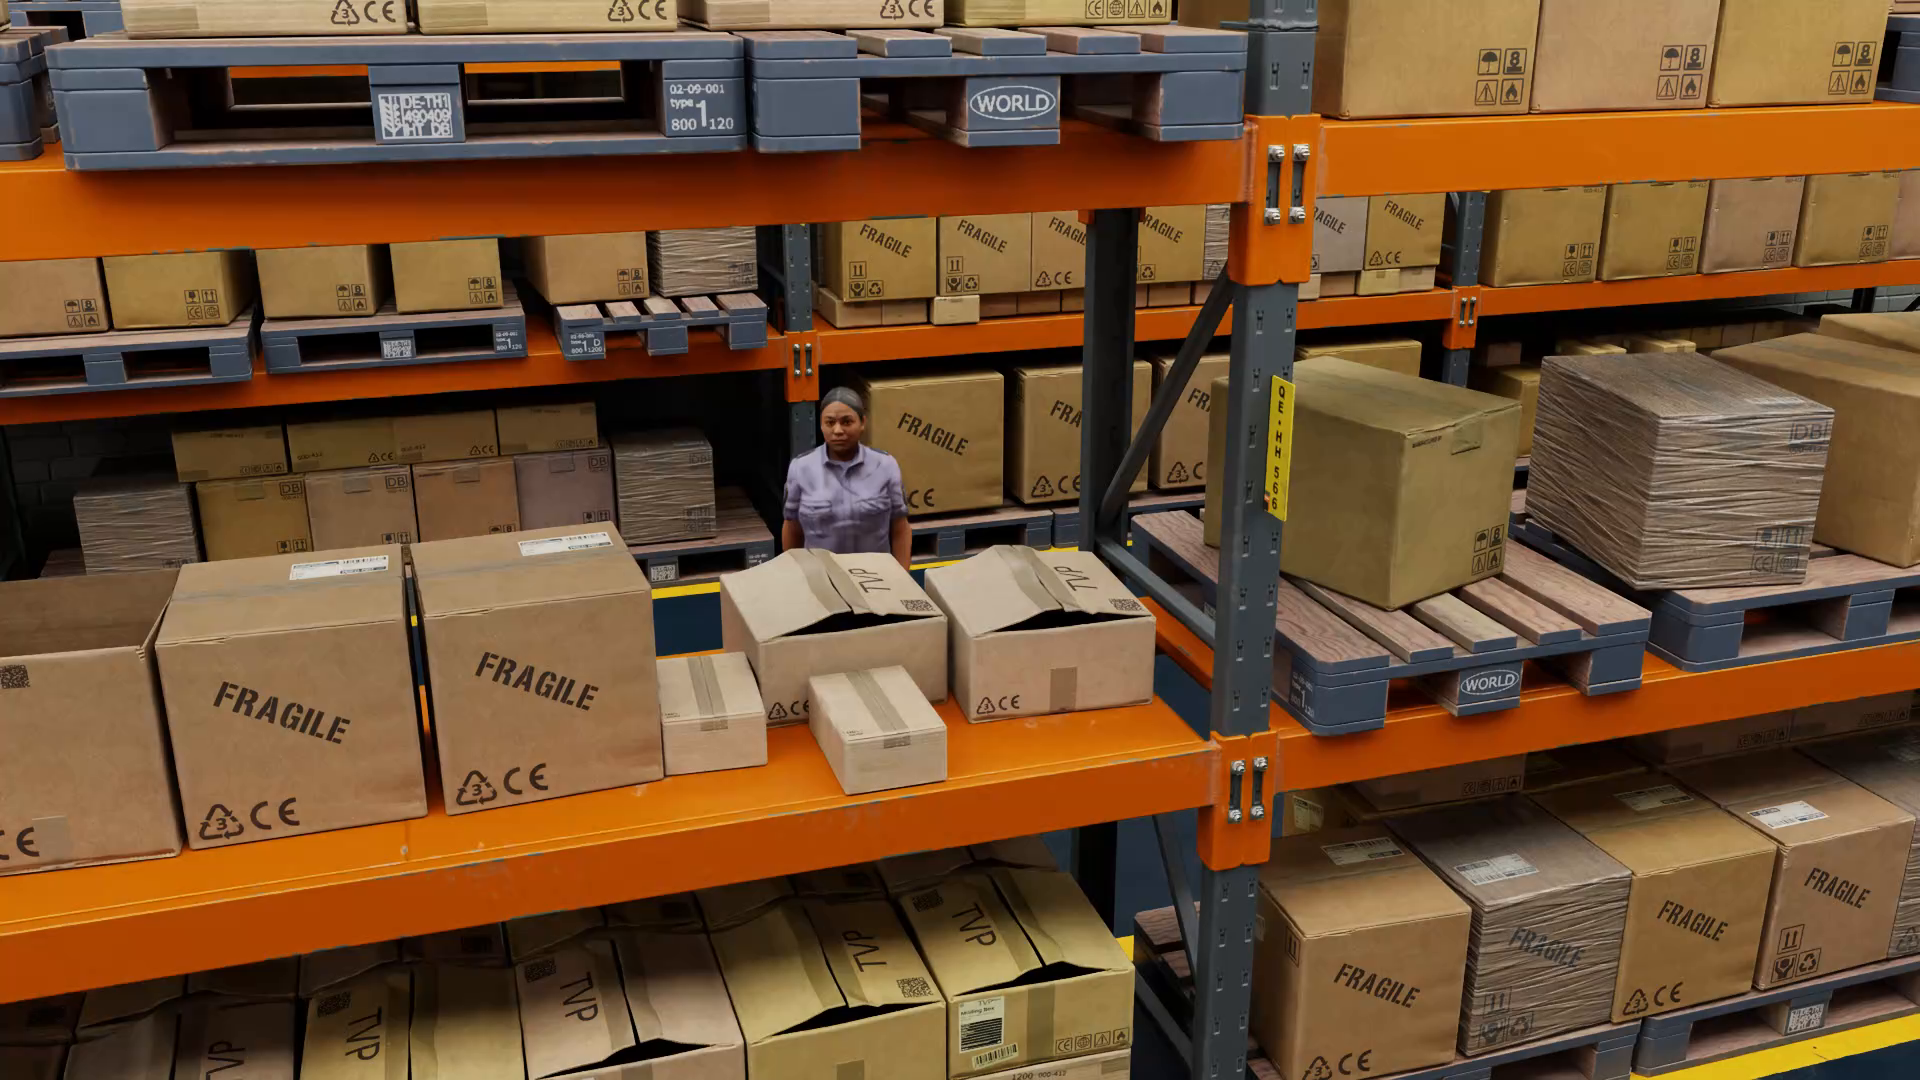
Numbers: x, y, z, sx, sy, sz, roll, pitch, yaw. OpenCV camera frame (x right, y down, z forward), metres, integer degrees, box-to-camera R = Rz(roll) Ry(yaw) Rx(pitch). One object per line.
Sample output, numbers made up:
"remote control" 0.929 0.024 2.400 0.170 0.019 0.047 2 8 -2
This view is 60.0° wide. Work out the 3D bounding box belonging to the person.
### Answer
"person" -0.407 0.236 6.343 0.484 1.609 0.922 -4 20 -11
